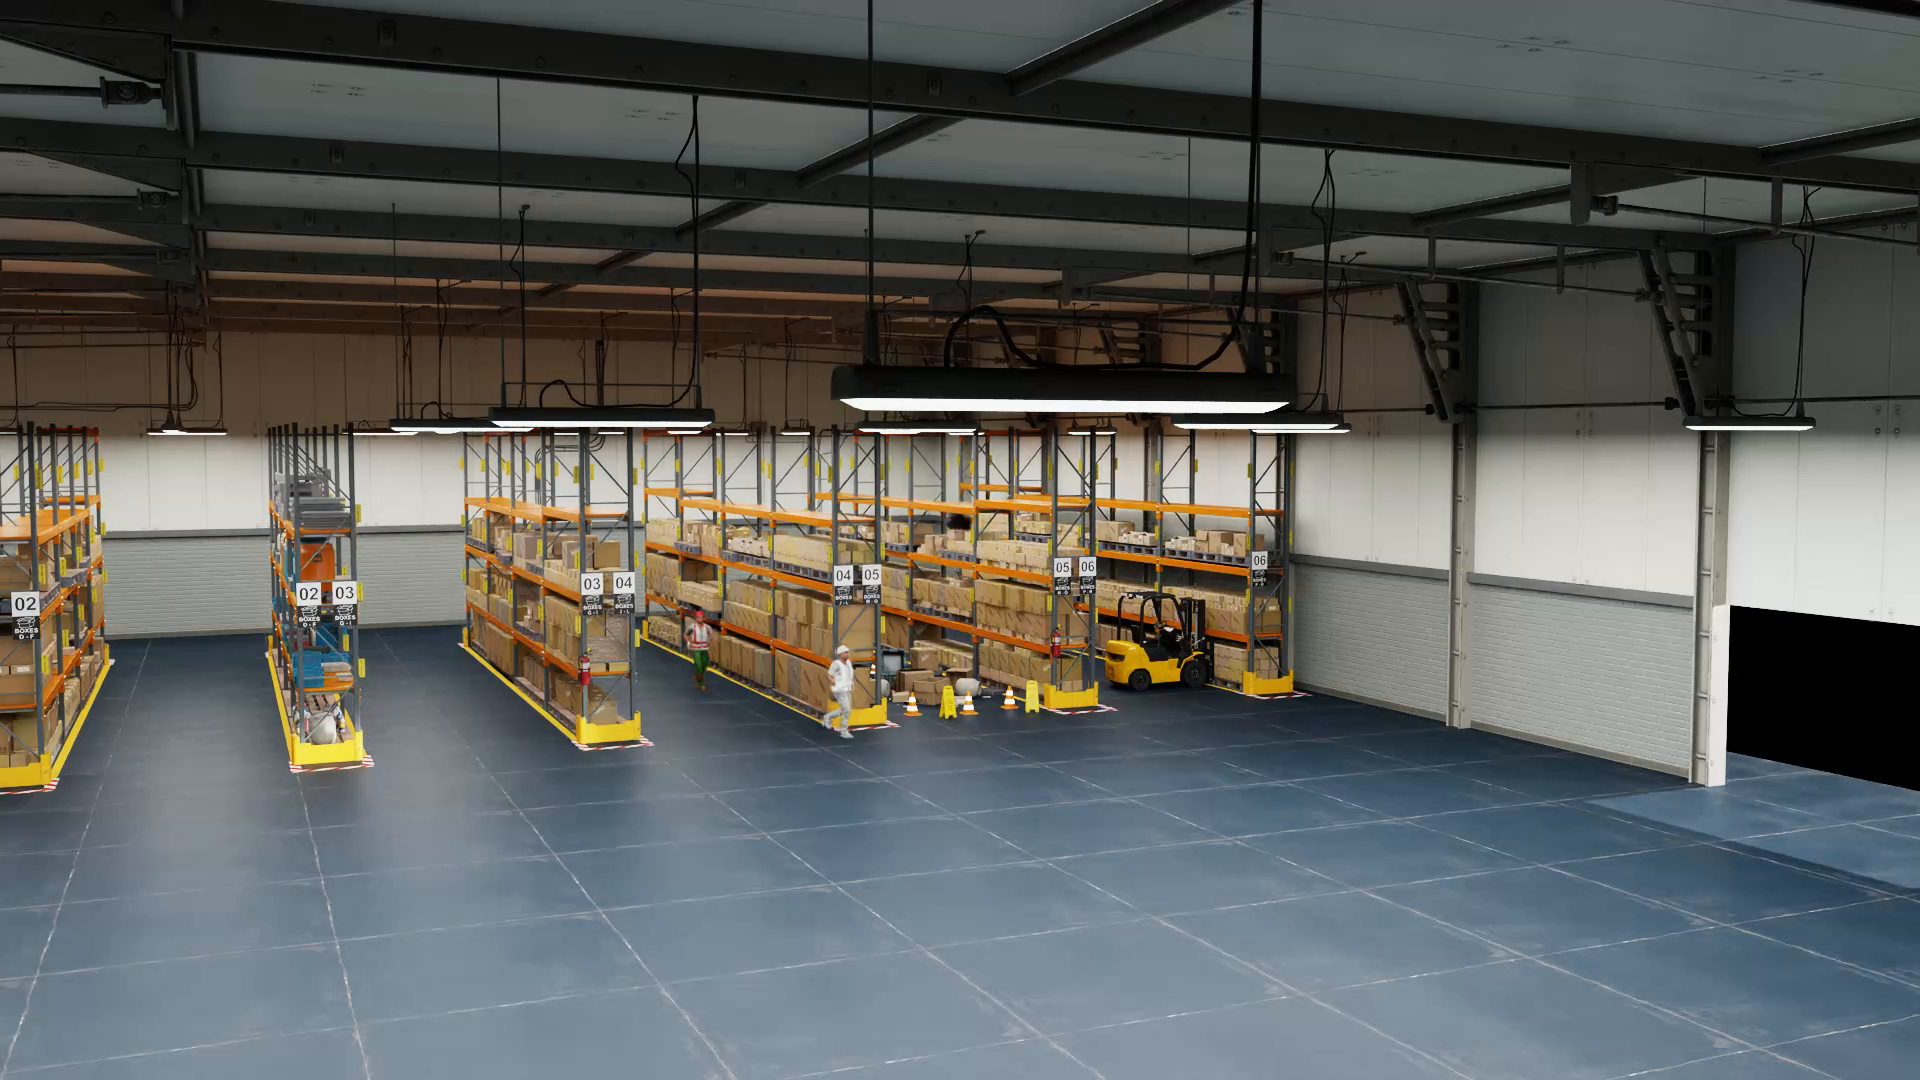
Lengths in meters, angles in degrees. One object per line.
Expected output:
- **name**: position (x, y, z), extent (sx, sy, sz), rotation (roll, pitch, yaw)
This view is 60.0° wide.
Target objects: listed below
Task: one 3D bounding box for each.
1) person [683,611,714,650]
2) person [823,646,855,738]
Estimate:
- **person**: position (-5.919, 2.049, 37.825), extent (0.673, 0.869, 0.397), rotation (-2, 4, -29)
- **person**: position (-2.330, 2.905, 32.029), extent (0.755, 1.759, 0.712), rotation (2, 4, 28)
